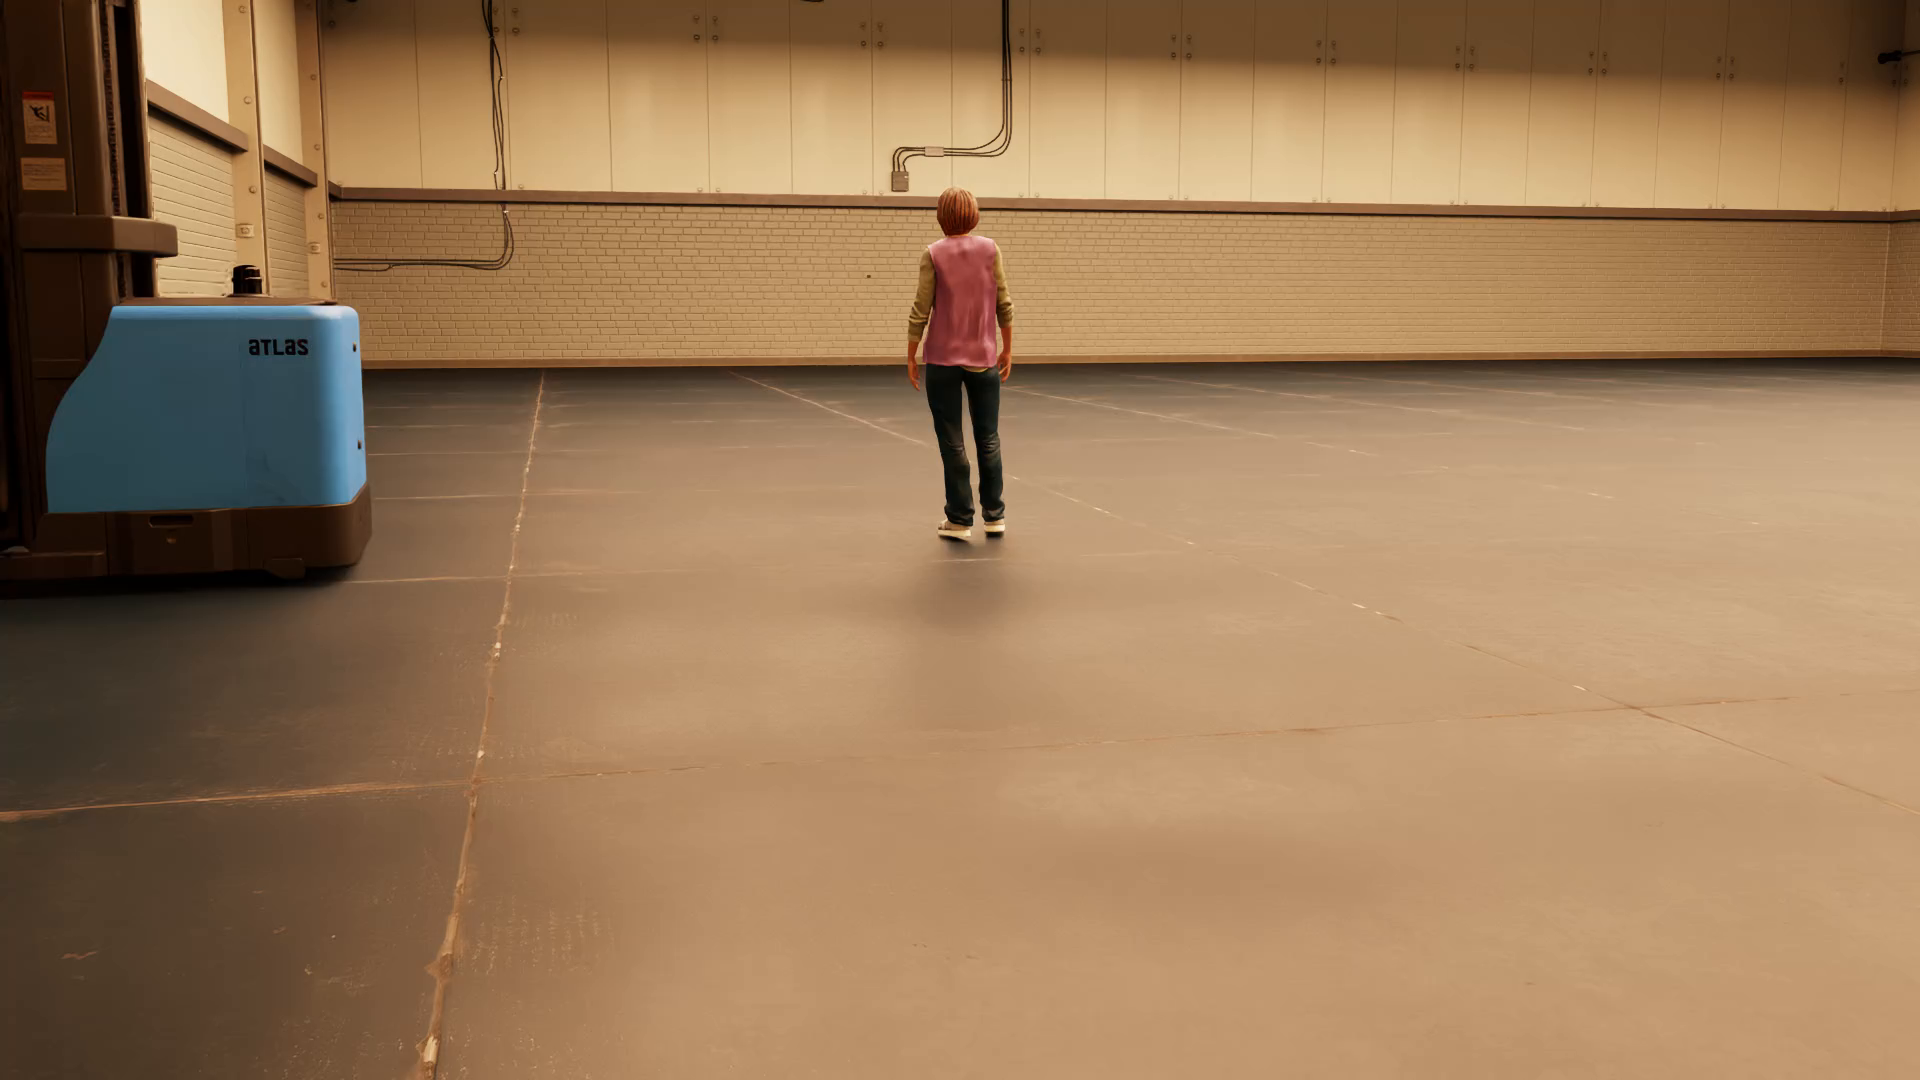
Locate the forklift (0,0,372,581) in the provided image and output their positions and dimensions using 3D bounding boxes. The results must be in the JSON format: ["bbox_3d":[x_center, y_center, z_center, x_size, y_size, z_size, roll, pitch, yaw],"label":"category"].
[{"bbox_3d":[-3.954,-1.294,6.377,3.031,2.935,1.130,-2,8,-15],"label":"forklift"}]

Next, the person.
[{"bbox_3d":[-0.004,-0.808,7.671,0.521,1.599,0.473,-2,8,-13],"label":"person"}]
